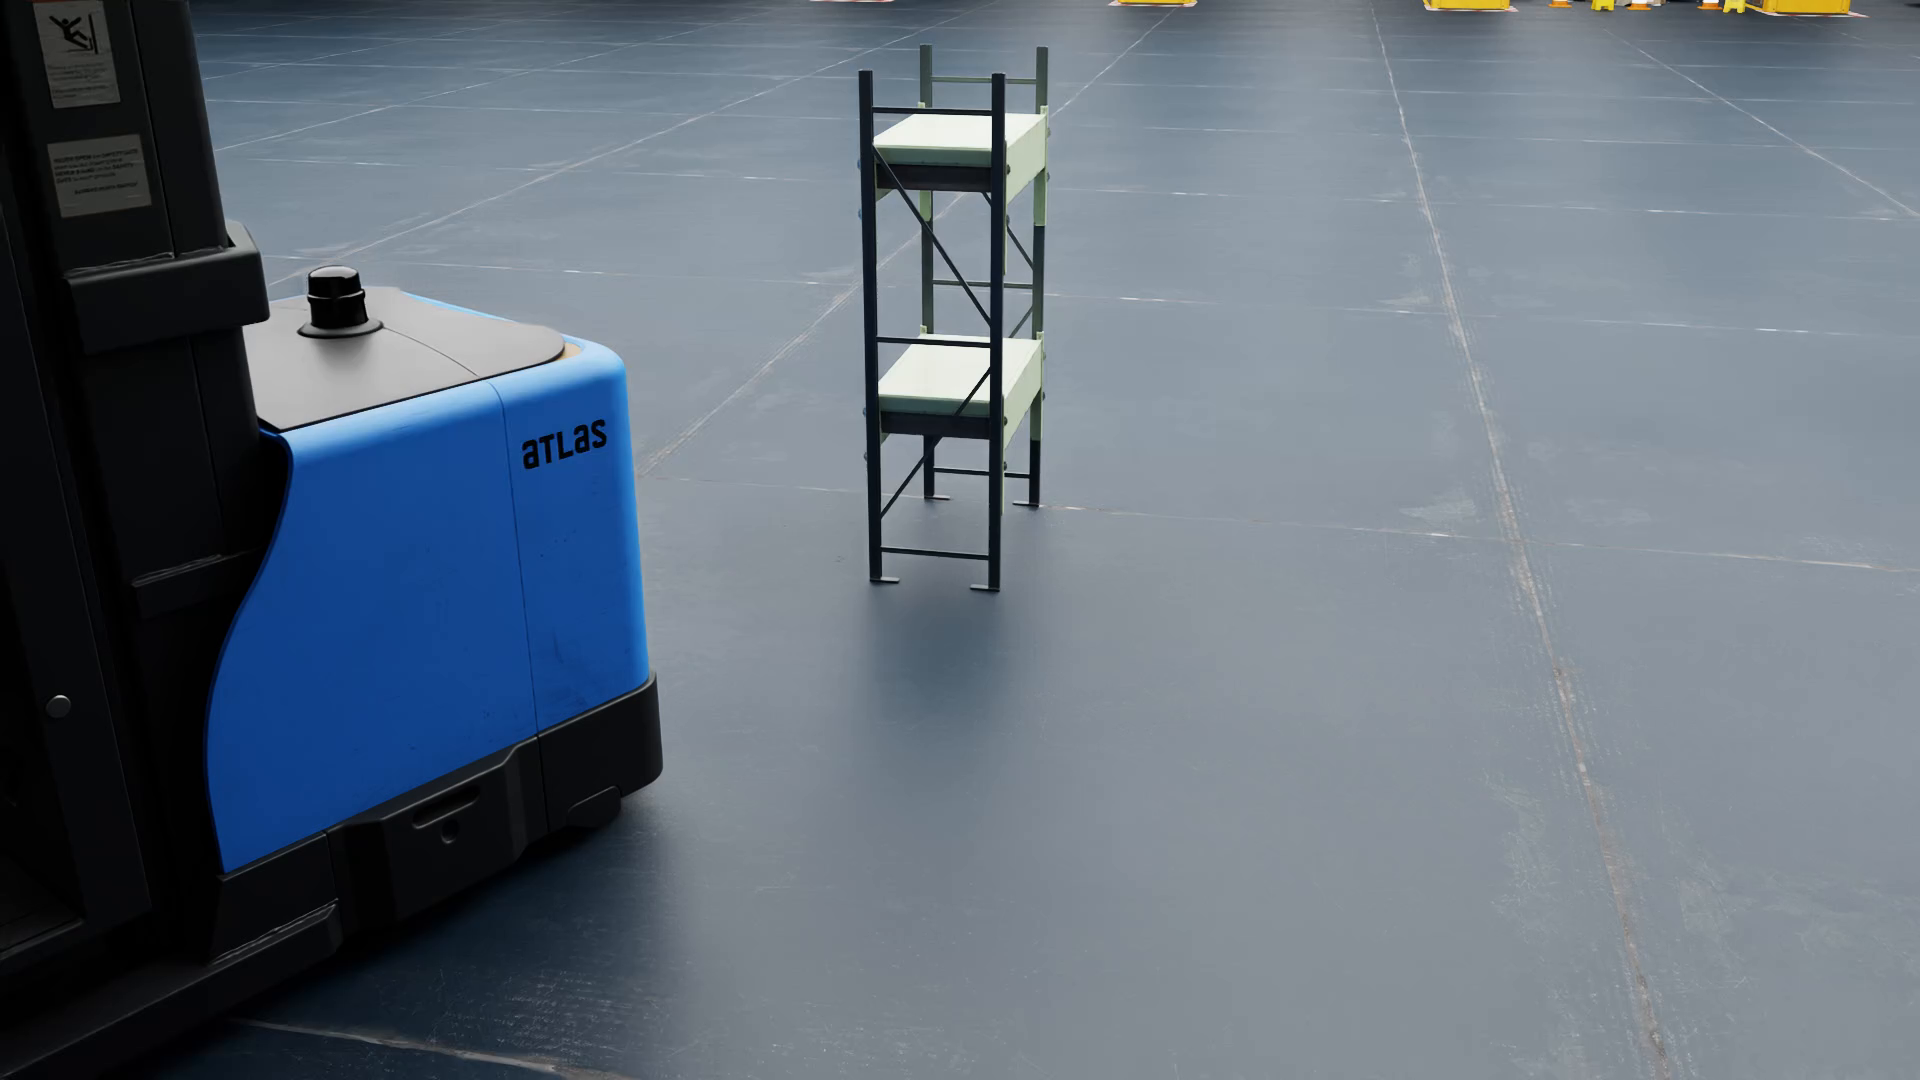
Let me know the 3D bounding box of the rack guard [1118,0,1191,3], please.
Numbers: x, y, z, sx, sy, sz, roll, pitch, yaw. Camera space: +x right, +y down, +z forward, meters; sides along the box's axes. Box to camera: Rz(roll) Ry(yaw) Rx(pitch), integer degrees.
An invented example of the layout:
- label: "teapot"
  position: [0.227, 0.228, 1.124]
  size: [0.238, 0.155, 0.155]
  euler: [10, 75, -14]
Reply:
- label: "rack guard"
  position: [3.182, -9.042, 27.136]
  size: [1.175, 0.500, 0.348]
  euler: [4, 22, 11]

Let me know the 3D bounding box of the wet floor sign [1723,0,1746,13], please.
- label: "wet floor sign"
  position: [11.782, -8.339, 25.194]
  size: [0.267, 0.644, 0.232]
  euler: [13, 25, 29]

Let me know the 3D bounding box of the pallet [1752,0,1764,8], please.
- label: "pallet"
  position: [13.084, -8.447, 26.046]
  size: [1.003, 0.211, 1.213]
  euler: [4, 22, 11]

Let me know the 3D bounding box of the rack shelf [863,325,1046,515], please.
- label: "rack shelf"
  position: [-0.001, -0.391, 5.189]
  size: [0.431, 0.370, 0.720]
  euler: [4, 22, 11]

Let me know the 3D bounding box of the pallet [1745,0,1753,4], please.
- label: "pallet"
  position: [13.335, -8.892, 27.150]
  size: [1.003, 0.211, 1.213]
  euler: [4, 22, 11]

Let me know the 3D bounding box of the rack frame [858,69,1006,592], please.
- label: "rack frame"
  position: [-0.076, -0.559, 4.735]
  size: [0.400, 1.500, 0.023]
  euler: [4, 22, 11]

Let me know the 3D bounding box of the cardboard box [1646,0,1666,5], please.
- label: "cardboard box"
  position: [11.158, -8.729, 26.829]
  size: [0.380, 0.149, 0.250]
  euler: [18, 28, 38]

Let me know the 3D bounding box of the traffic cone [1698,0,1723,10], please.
- label: "traffic cone"
  position: [11.693, -8.497, 25.833]
  size: [0.336, 0.463, 0.334]
  euler: [4, 22, 11]

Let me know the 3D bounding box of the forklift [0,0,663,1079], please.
- label: "forklift"
  position: [-2.016, -0.457, 2.564]
  size: [1.130, 2.935, 3.031]
  euler: [17, 28, 36]

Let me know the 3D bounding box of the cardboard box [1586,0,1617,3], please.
- label: "cardboard box"
  position: [10.748, -9.096, 27.265]
  size: [0.797, 0.503, 0.637]
  euler: [-11, 25, -26]

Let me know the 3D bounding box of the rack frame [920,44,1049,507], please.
- label: "rack frame"
  position: [0.073, -0.827, 5.400]
  size: [0.400, 1.500, 0.023]
  euler: [4, 22, 11]

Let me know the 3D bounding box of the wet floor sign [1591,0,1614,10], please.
- label: "wet floor sign"
  position: [9.934, -8.505, 25.609]
  size: [0.267, 0.644, 0.232]
  euler: [1, 22, 2]

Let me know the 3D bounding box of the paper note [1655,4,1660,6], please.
- label: "paper note"
  position: [11.112, -8.539, 26.514]
  size: [0.148, 0.019, 0.142]
  euler: [-3, 22, -8]

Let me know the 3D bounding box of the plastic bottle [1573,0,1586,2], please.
- label: "plastic bottle"
  position: [10.198, -8.925, 27.432]
  size: [0.133, 0.061, 0.283]
  euler: [-3, 22, -8]

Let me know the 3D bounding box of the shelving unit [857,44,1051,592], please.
- label: "shelving unit"
  position: [-0.001, -0.693, 5.067]
  size: [0.431, 1.500, 0.755]
  euler: [4, 22, 11]

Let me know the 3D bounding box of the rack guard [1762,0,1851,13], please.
- label: "rack guard"
  position: [12.884, -8.287, 25.261]
  size: [1.175, 0.500, 0.348]
  euler: [4, 22, 11]

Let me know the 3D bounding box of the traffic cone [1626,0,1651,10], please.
- label: "traffic cone"
  position: [10.537, -8.458, 25.735]
  size: [0.336, 0.463, 0.334]
  euler: [4, 22, 11]

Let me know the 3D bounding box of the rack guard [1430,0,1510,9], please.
- label: "rack guard"
  position: [7.997, -8.591, 26.015]
  size: [1.175, 0.500, 0.348]
  euler: [4, 22, 11]

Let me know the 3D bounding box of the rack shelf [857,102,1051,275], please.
- label: "rack shelf"
  position: [-0.001, -1.055, 4.922]
  size: [0.431, 0.370, 0.720]
  euler: [4, 22, 11]

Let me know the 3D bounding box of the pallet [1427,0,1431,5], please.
- label: "pallet"
  position: [8.088, -8.764, 26.832]
  size: [1.003, 0.211, 1.213]
  euler: [4, 22, 11]

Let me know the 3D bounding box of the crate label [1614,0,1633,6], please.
- label: "crate label"
  position: [10.637, -8.599, 26.521]
  size: [0.250, 0.136, 0.298]
  euler: [-7, 23, -17]

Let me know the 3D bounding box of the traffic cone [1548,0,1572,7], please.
- label: "traffic cone"
  position: [9.500, -8.668, 26.257]
  size: [0.336, 0.463, 0.334]
  euler: [4, 22, 11]
